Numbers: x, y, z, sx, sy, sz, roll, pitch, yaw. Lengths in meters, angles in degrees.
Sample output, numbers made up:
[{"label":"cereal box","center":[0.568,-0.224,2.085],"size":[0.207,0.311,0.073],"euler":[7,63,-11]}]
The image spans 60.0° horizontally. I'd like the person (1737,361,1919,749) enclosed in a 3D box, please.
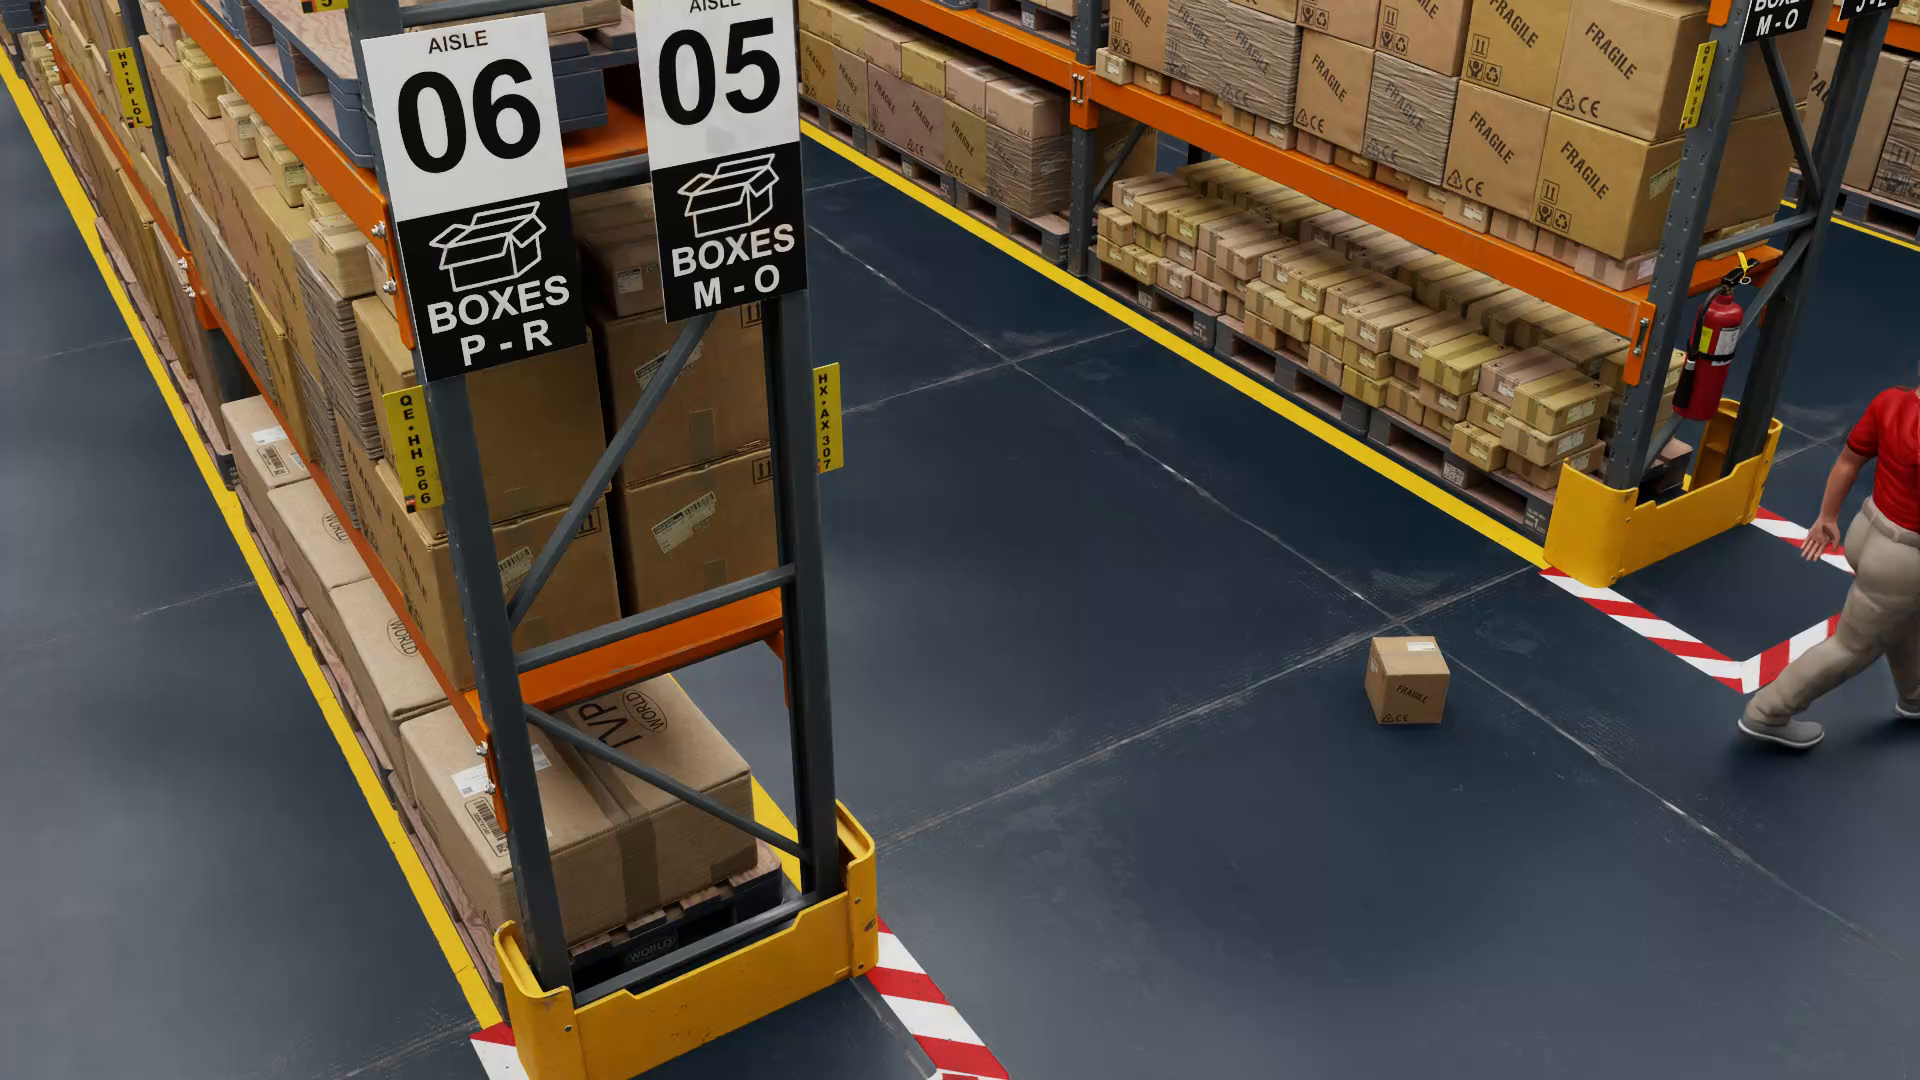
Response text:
[{"label":"person","center":[3.534,0.035,6.093],"size":[1.013,1.661,0.555],"euler":[3,32,4]}]
